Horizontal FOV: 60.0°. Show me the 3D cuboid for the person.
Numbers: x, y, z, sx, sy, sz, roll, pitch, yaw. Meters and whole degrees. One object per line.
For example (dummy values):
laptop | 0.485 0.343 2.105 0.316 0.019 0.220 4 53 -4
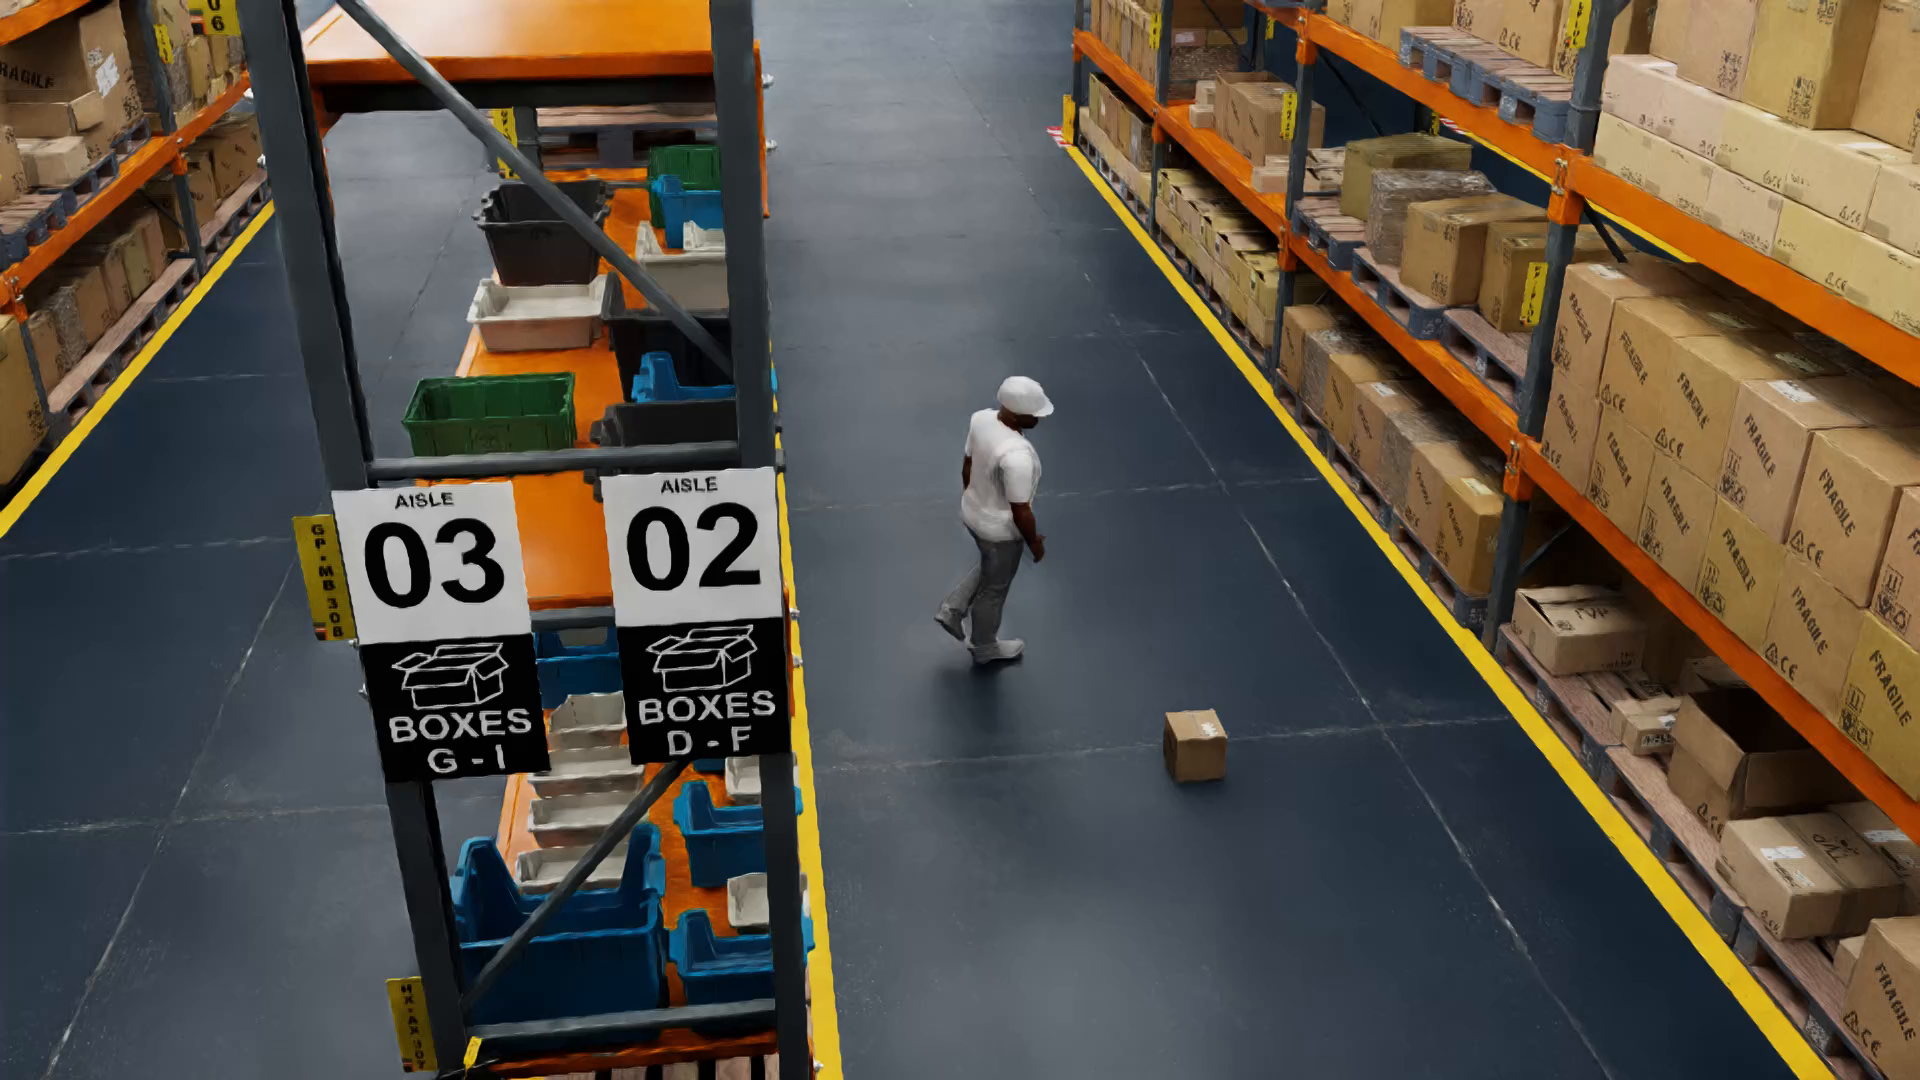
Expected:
person | 0.173 -0.080 8.749 0.500 1.750 0.637 -11 29 -21
